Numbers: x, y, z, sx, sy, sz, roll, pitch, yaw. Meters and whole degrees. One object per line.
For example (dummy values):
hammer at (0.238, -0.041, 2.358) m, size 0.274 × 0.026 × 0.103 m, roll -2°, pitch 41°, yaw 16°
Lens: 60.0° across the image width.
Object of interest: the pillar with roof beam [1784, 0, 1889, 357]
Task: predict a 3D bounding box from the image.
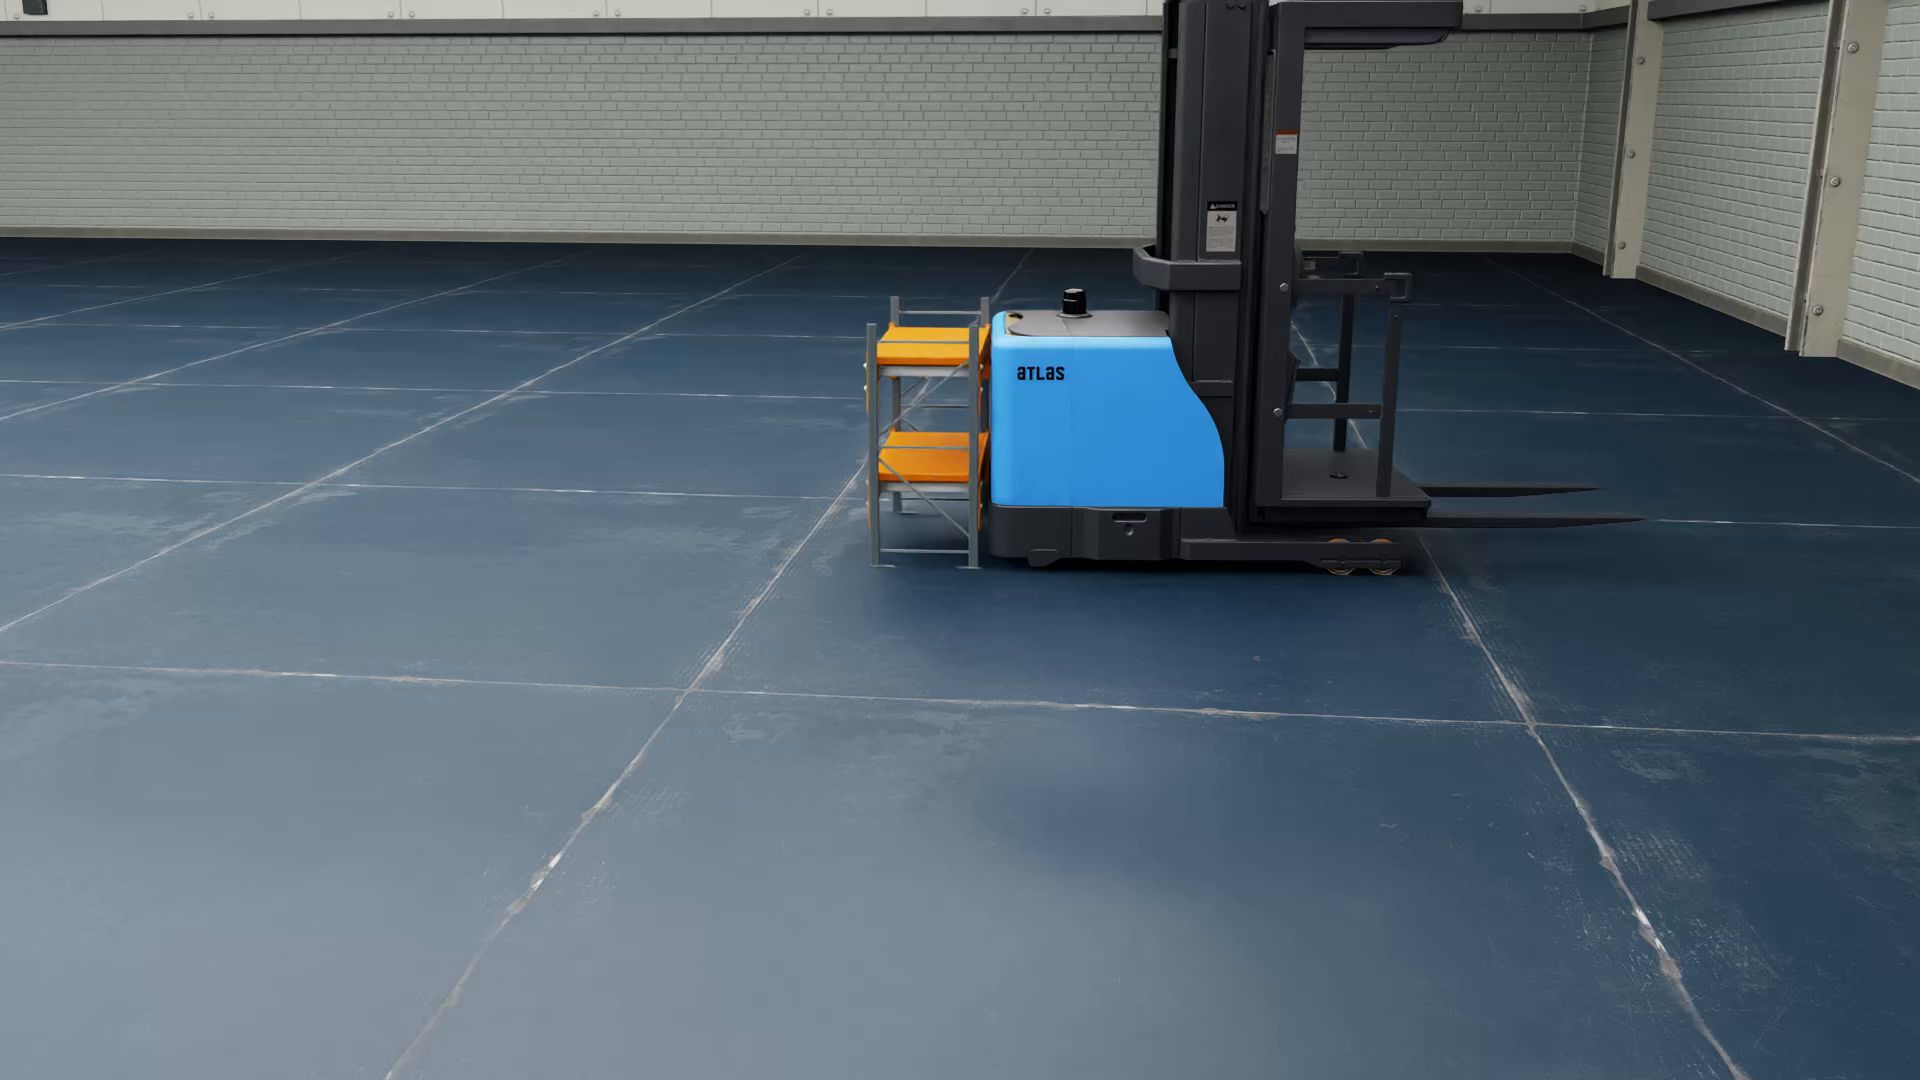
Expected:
pillar with roof beam at (2.878, -6.041, 13.263) m, size 9.100 × 9.000 × 0.400 m, roll 2°, pitch 15°, yaw 6°

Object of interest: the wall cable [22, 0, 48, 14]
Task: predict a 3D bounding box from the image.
wall cable at (-12.388, -10.481, 23.169) m, size 2.305 × 6.003 × 0.169 m, roll 2°, pitch 15°, yaw 6°

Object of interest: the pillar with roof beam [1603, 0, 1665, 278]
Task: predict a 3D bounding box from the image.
pillar with roof beam at (3.556, -7.597, 19.018) m, size 9.100 × 9.000 × 0.400 m, roll 2°, pitch 15°, yaw 6°

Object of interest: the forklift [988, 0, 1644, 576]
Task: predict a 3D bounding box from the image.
forklift at (1.654, -1.393, 7.700) m, size 3.031 × 2.935 × 1.130 m, roll 0°, pitch 15°, yaw 1°

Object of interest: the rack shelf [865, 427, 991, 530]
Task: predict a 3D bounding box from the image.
rack shelf at (-0.133, -0.312, 8.099) m, size 0.538 × 0.278 × 1.000 m, roll 1°, pitch 15°, yaw 4°

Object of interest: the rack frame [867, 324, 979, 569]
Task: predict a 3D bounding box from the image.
rack frame at (-0.165, -0.416, 7.545) m, size 0.500 × 1.125 × 0.032 m, roll 1°, pitch 15°, yaw 4°

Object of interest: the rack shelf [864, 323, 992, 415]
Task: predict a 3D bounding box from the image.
rack shelf at (-0.133, -0.831, 7.959) m, size 0.538 × 0.278 × 1.000 m, roll 1°, pitch 15°, yaw 4°

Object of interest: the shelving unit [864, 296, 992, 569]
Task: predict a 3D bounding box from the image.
shelving unit at (-0.133, -0.548, 8.035) m, size 0.538 × 1.125 × 1.048 m, roll 1°, pitch 15°, yaw 4°

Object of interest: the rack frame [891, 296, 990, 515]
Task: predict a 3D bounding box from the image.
rack frame at (-0.100, -0.681, 8.525) m, size 0.500 × 1.125 × 0.032 m, roll 1°, pitch 15°, yaw 4°
